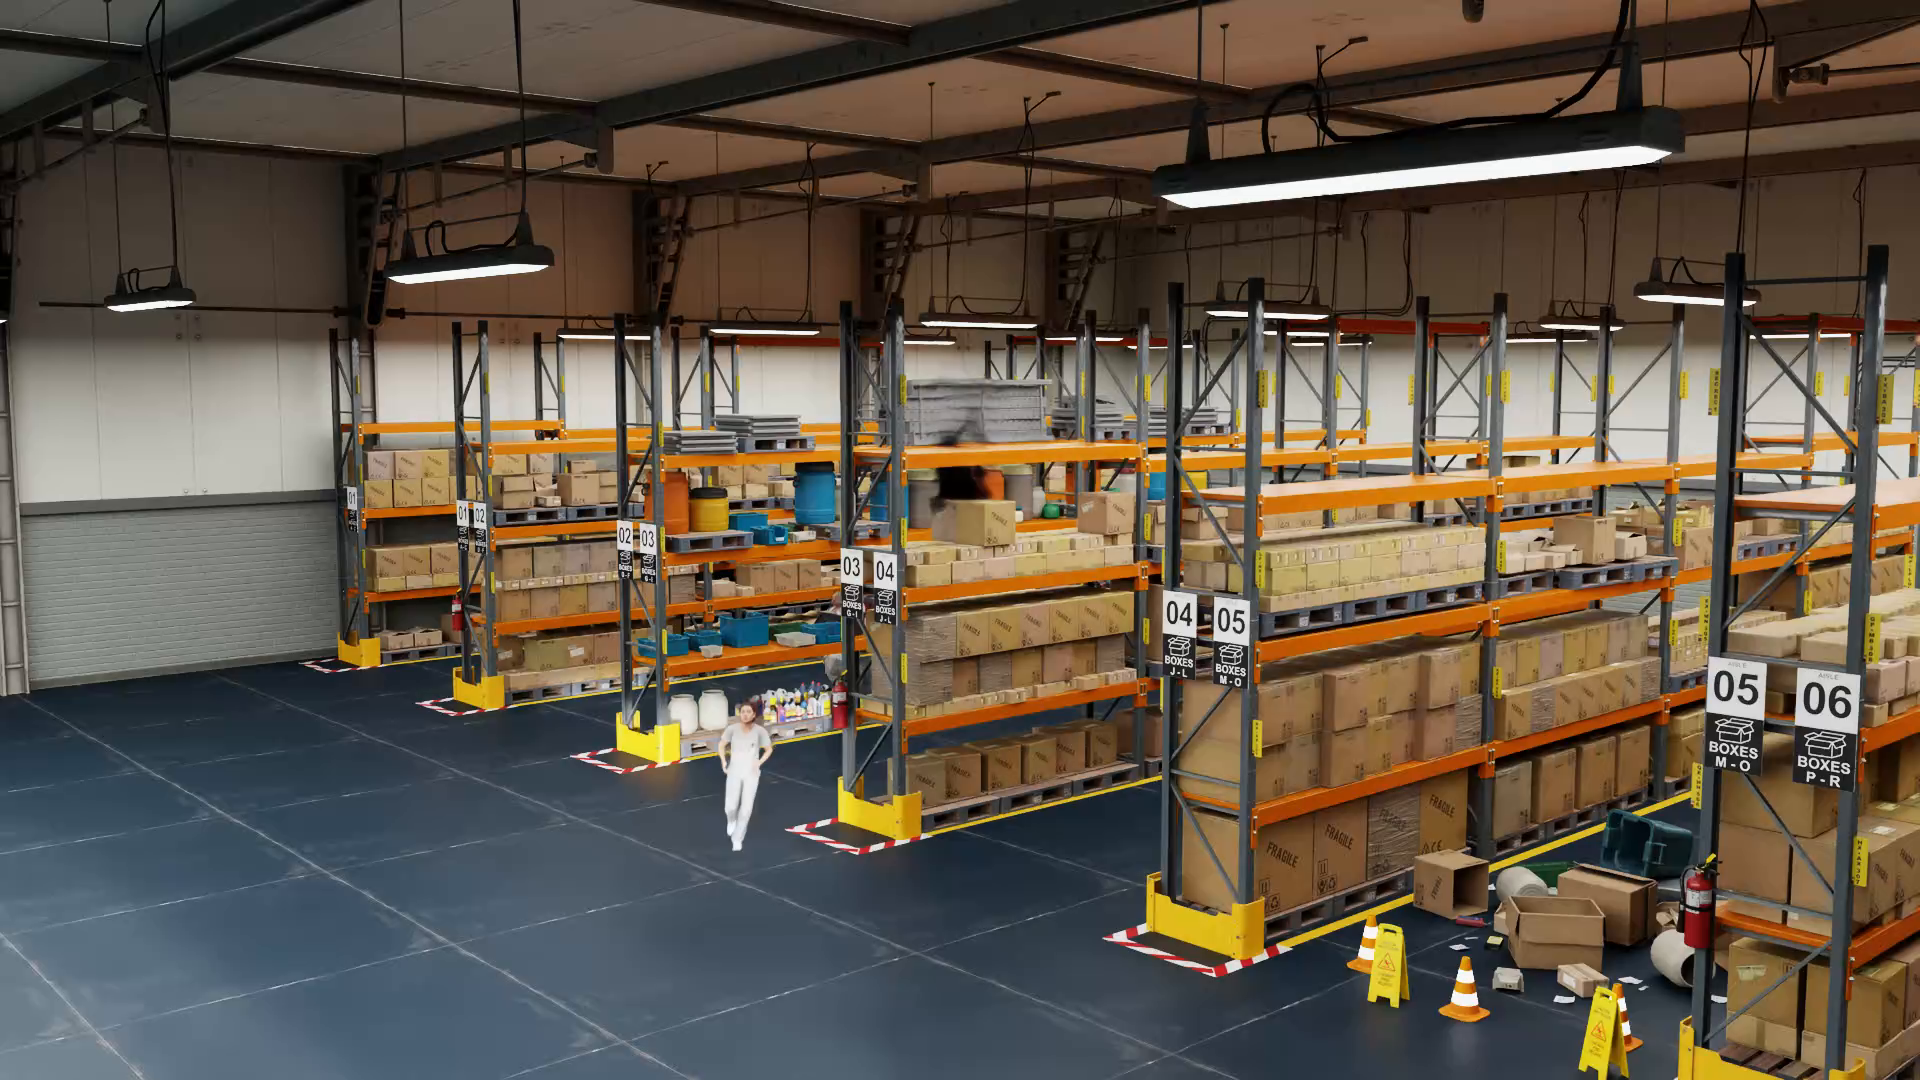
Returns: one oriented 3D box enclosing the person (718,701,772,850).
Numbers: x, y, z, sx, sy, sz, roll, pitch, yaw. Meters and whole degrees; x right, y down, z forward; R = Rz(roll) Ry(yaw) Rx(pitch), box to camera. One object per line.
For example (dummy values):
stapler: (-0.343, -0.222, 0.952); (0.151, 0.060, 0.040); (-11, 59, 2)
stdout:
person: (-2.351, 2.569, 18.222); (0.594, 1.614, 0.539); (0, 6, -3)

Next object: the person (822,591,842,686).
person: (-1.966, 1.682, 26.574); (0.633, 1.736, 0.707); (-5, 8, -43)
